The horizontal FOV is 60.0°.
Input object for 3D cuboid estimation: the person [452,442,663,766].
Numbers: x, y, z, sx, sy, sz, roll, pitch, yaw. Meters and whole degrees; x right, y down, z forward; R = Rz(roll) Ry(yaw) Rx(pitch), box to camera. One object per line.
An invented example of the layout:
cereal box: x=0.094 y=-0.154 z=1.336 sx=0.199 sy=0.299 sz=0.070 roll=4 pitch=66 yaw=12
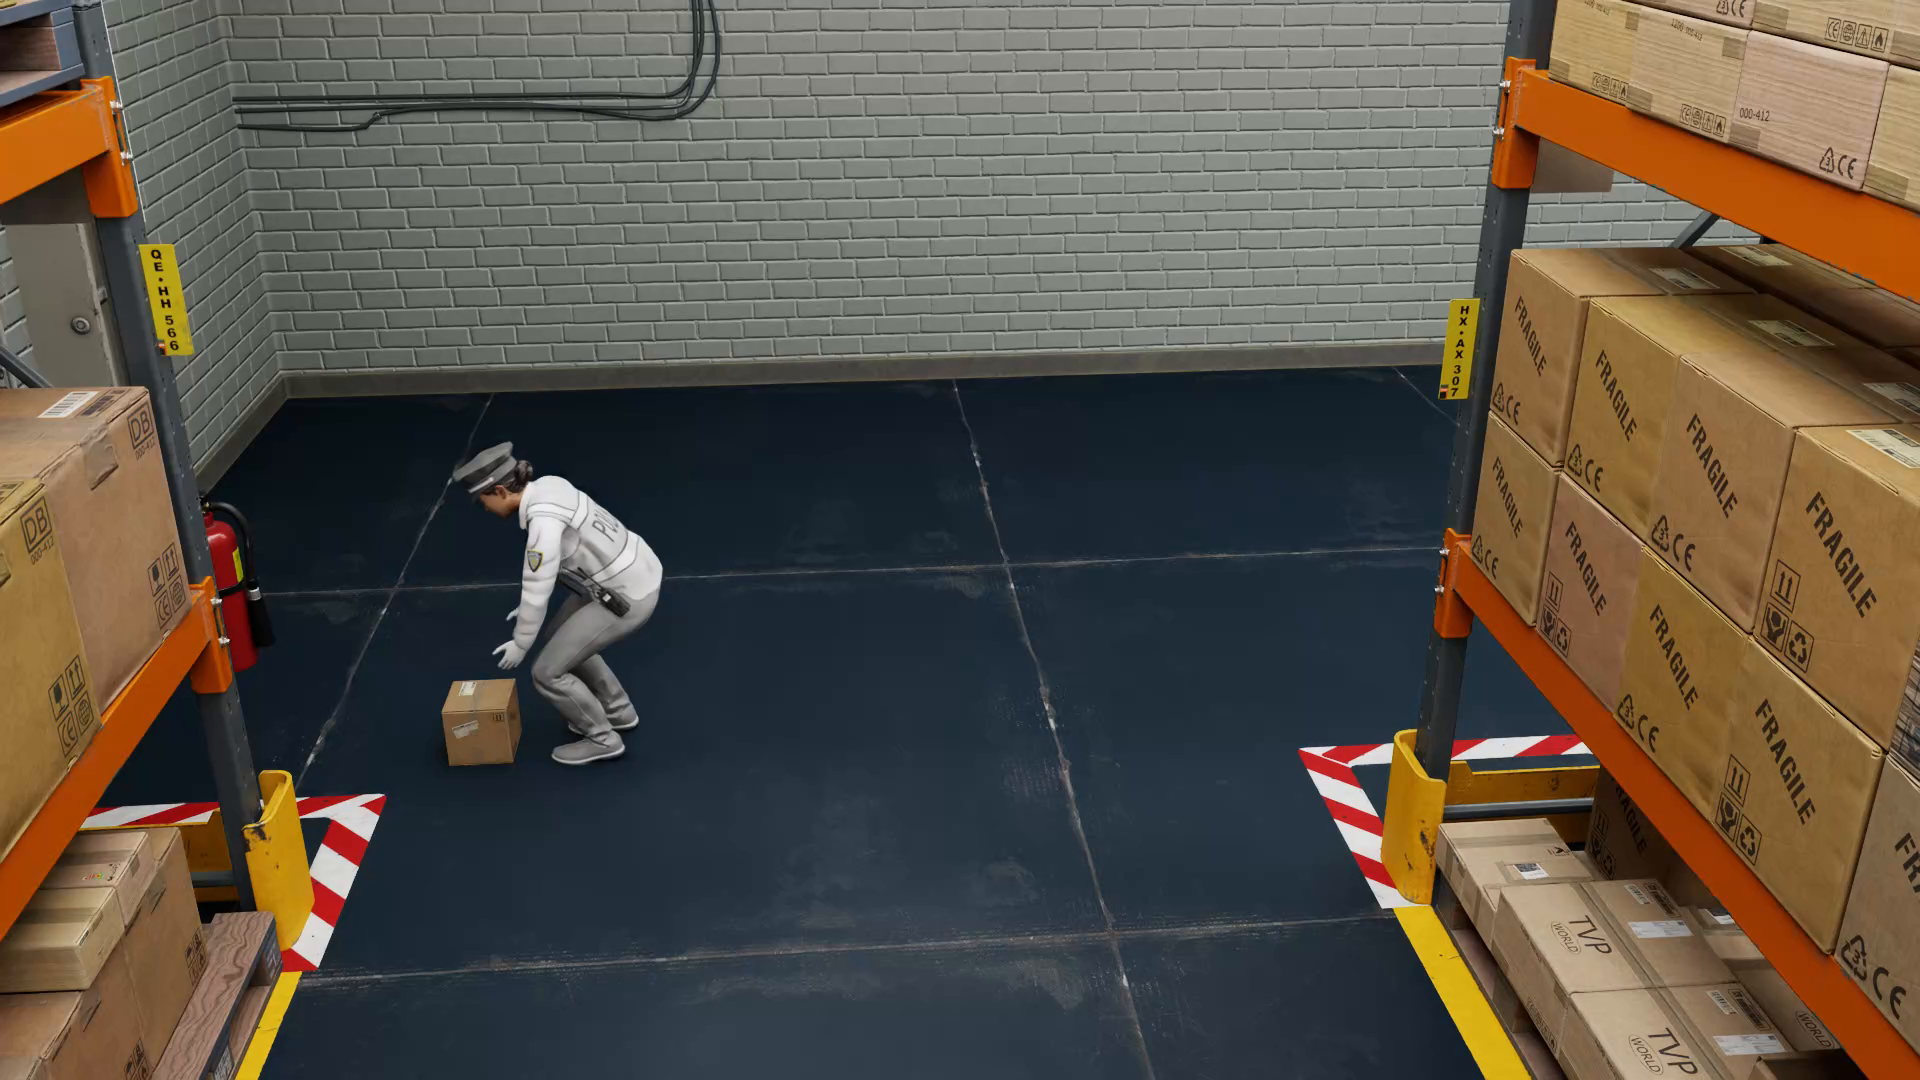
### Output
person: x=-1.532 y=0.243 z=6.486 sx=0.739 sy=1.320 sz=0.534 roll=-2 pitch=24 yaw=-5
